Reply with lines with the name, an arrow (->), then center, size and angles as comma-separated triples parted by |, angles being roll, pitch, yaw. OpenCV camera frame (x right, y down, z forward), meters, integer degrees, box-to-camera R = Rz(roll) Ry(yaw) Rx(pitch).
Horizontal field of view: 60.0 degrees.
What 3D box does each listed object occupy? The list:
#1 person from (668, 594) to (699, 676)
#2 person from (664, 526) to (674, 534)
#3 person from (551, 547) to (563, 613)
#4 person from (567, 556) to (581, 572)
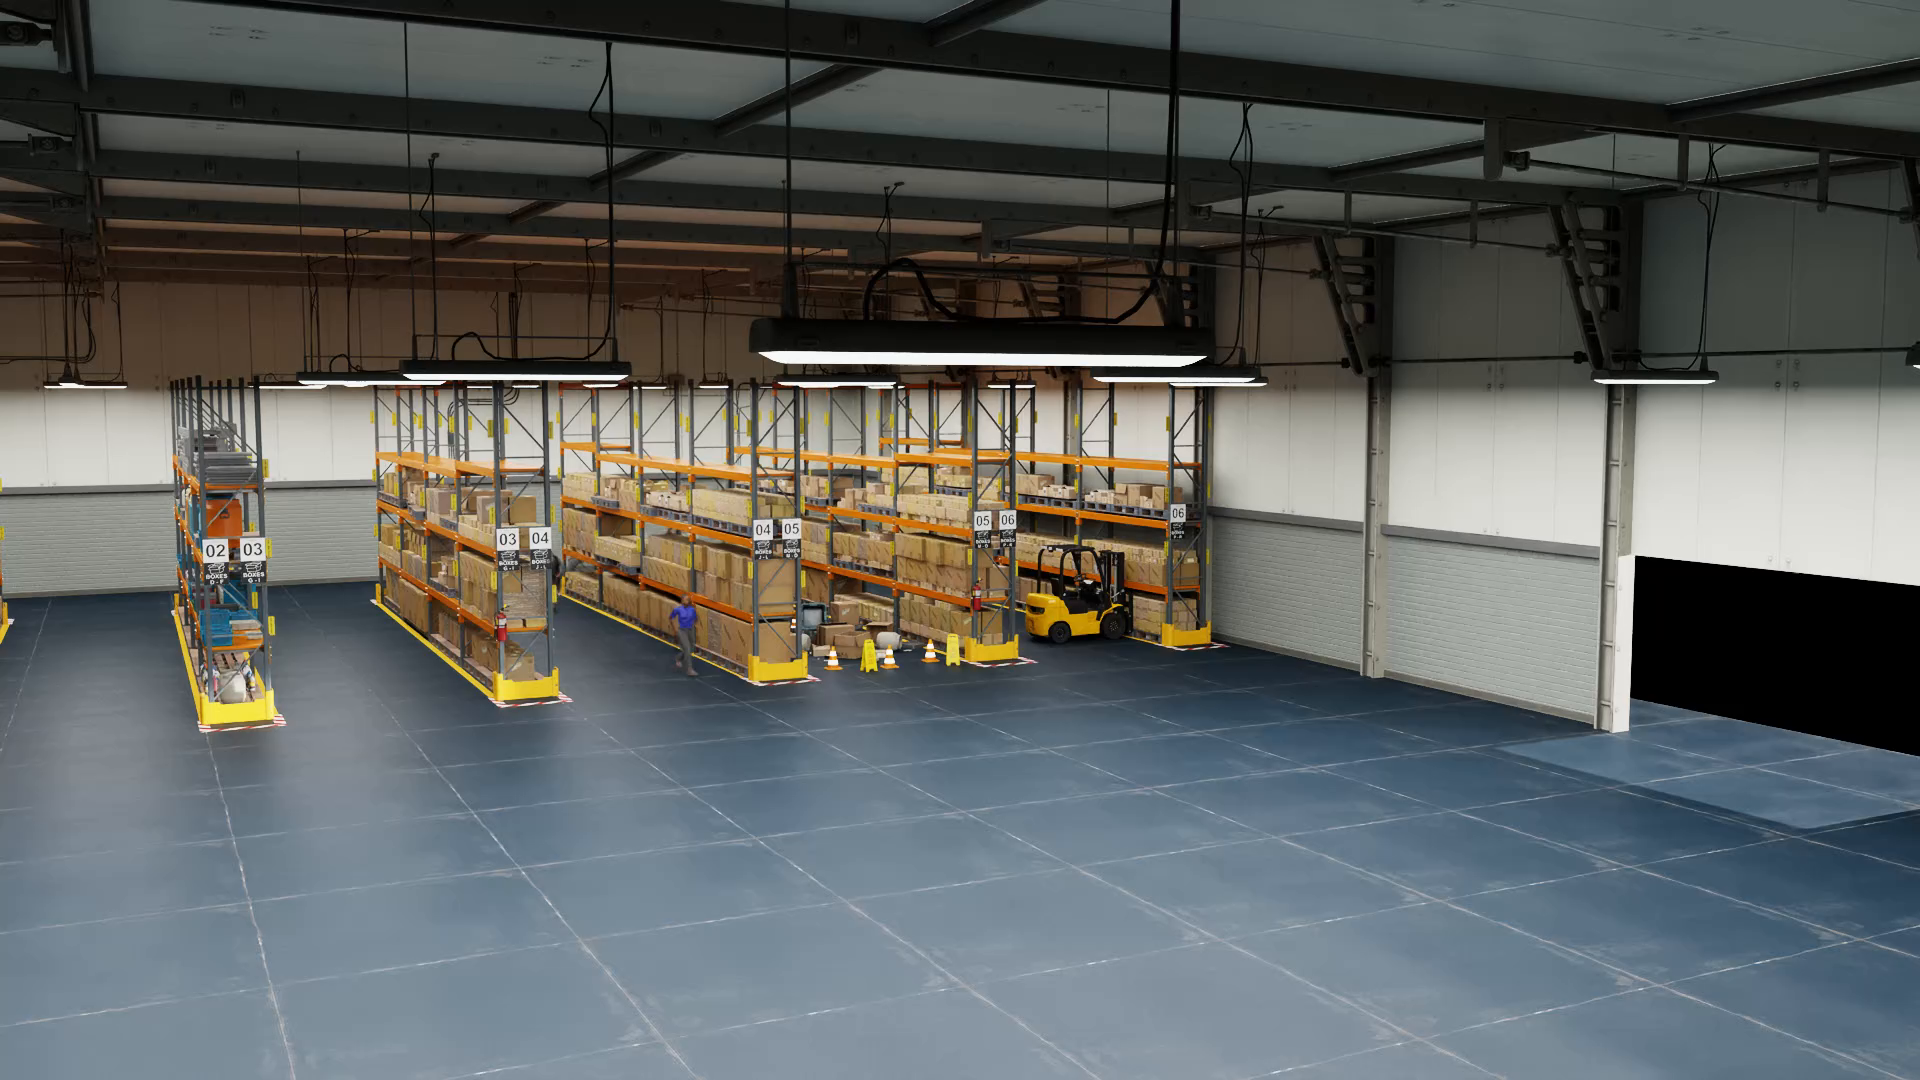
person -> -5.574, 1.899, 33.654 | 0.578, 1.635, 0.846 | -5, 7, -42
person -> -8.703, 0.425, 49.708 | 0.699, 1.796, 0.648 | -3, 6, -30
person -> -10.724, 1.031, 43.597 | 0.636, 1.717, 1.000 | -3, 6, -32
person -> -11.327, 0.542, 48.788 | 0.555, 1.683, 0.719 | 0, 5, 3
